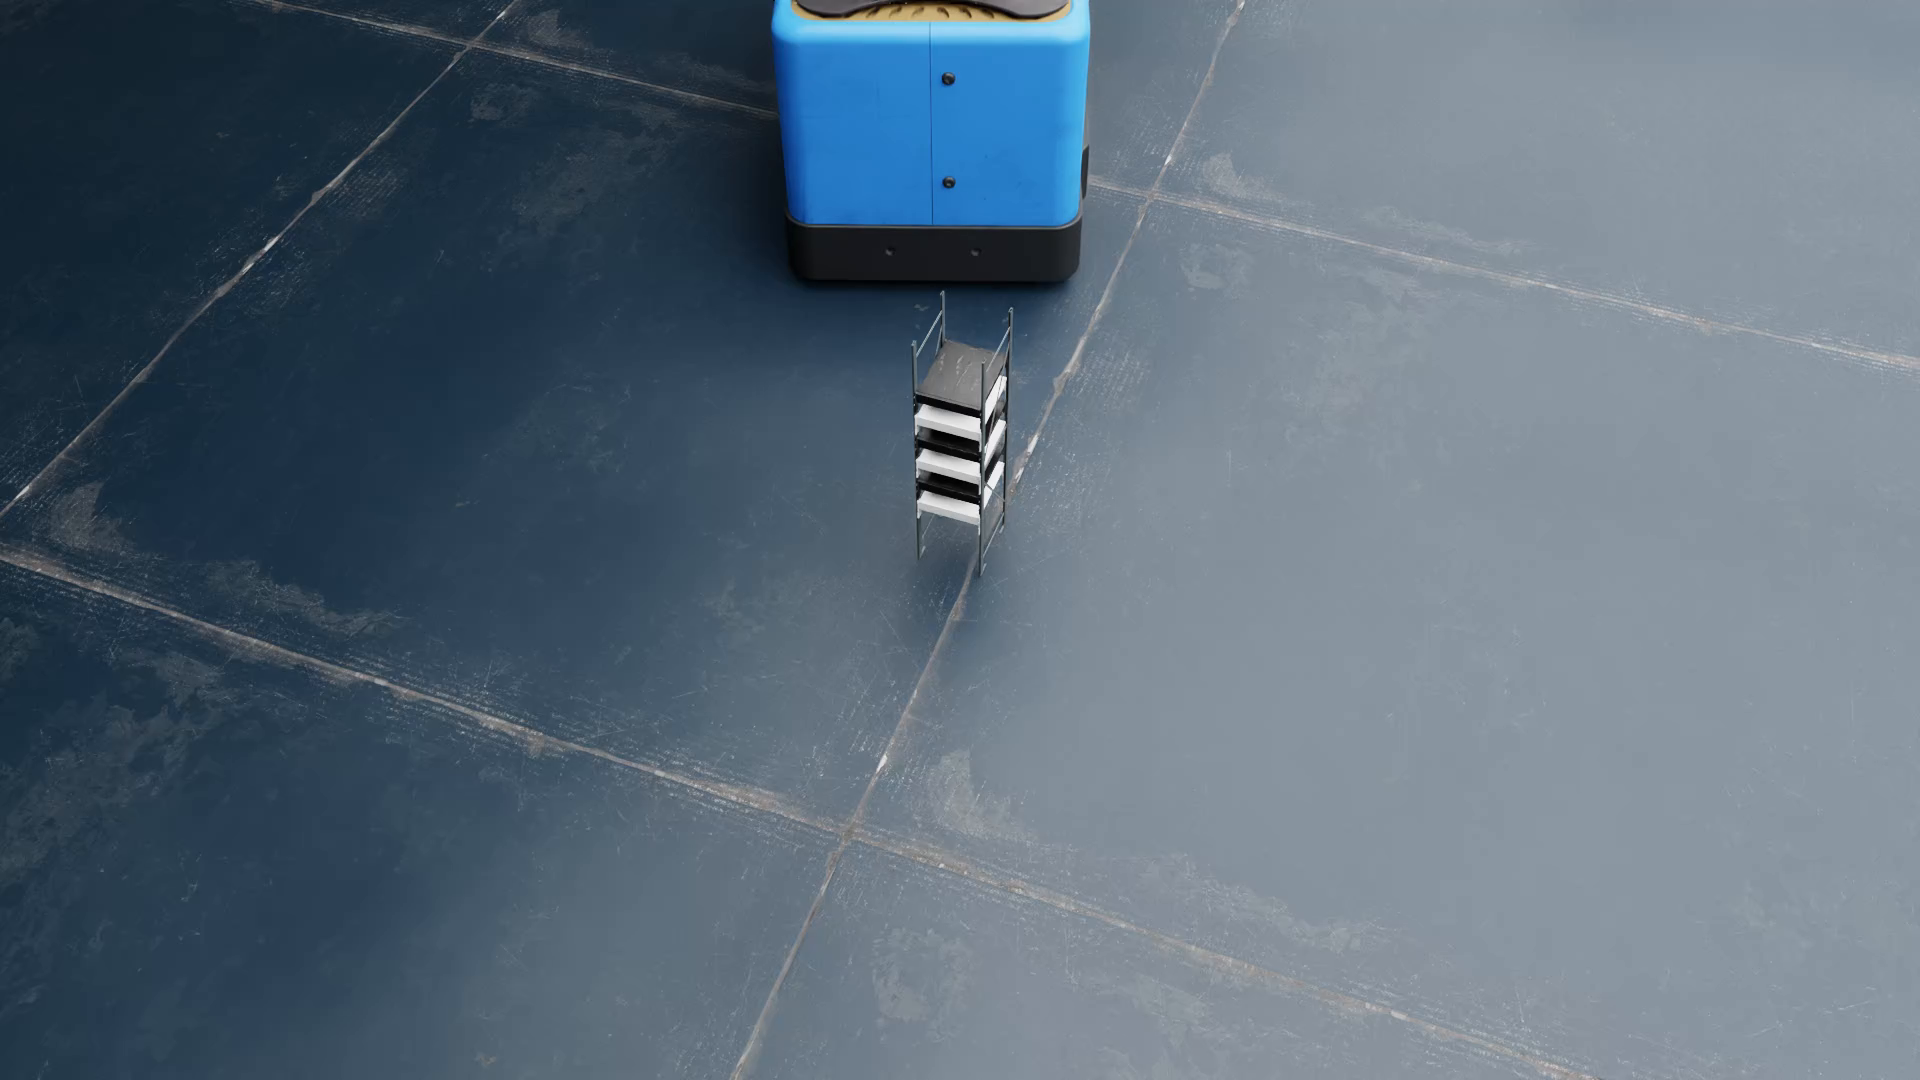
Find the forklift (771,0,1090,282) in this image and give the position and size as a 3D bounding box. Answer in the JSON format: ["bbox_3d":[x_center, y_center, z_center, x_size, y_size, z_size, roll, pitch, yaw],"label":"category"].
[{"bbox_3d":[-0.074,-2.985,5.897,1.130,2.935,3.031,1,49,1],"label":"forklift"}]

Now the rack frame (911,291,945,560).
[{"bbox_3d":[-0.088,-0.319,4.931,0.006,0.900,0.240,16,51,13],"label":"rack frame"}]

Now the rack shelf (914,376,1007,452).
[{"bbox_3d":[0.008,-0.389,4.797,0.200,0.077,0.258,16,51,13],"label":"rack shelf"}]

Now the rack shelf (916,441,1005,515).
[{"bbox_3d":[0.008,-0.212,5.001,0.200,0.077,0.258,16,51,13],"label":"rack shelf"}]

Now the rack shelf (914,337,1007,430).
[{"bbox_3d":[0.008,-0.448,4.729,0.200,0.077,0.258,16,51,13],"label":"rack shelf"}]

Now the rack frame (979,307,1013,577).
[{"bbox_3d":[0.103,-0.266,4.885,0.006,0.900,0.240,16,51,13],"label":"rack frame"}]

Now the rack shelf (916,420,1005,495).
[{"bbox_3d":[0.008,-0.271,4.933,0.200,0.077,0.258,16,51,13],"label":"rack shelf"}]

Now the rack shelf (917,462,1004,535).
[{"bbox_3d":[0.008,-0.153,5.069,0.200,0.077,0.258,16,51,13],"label":"rack shelf"}]

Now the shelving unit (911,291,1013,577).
[{"bbox_3d":[0.008,-0.293,4.908,0.210,0.900,0.258,16,51,13],"label":"shelving unit"}]

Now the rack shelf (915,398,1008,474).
[{"bbox_3d":[0.008,-0.330,4.865,0.200,0.077,0.258,16,51,13],"label":"rack shelf"}]
